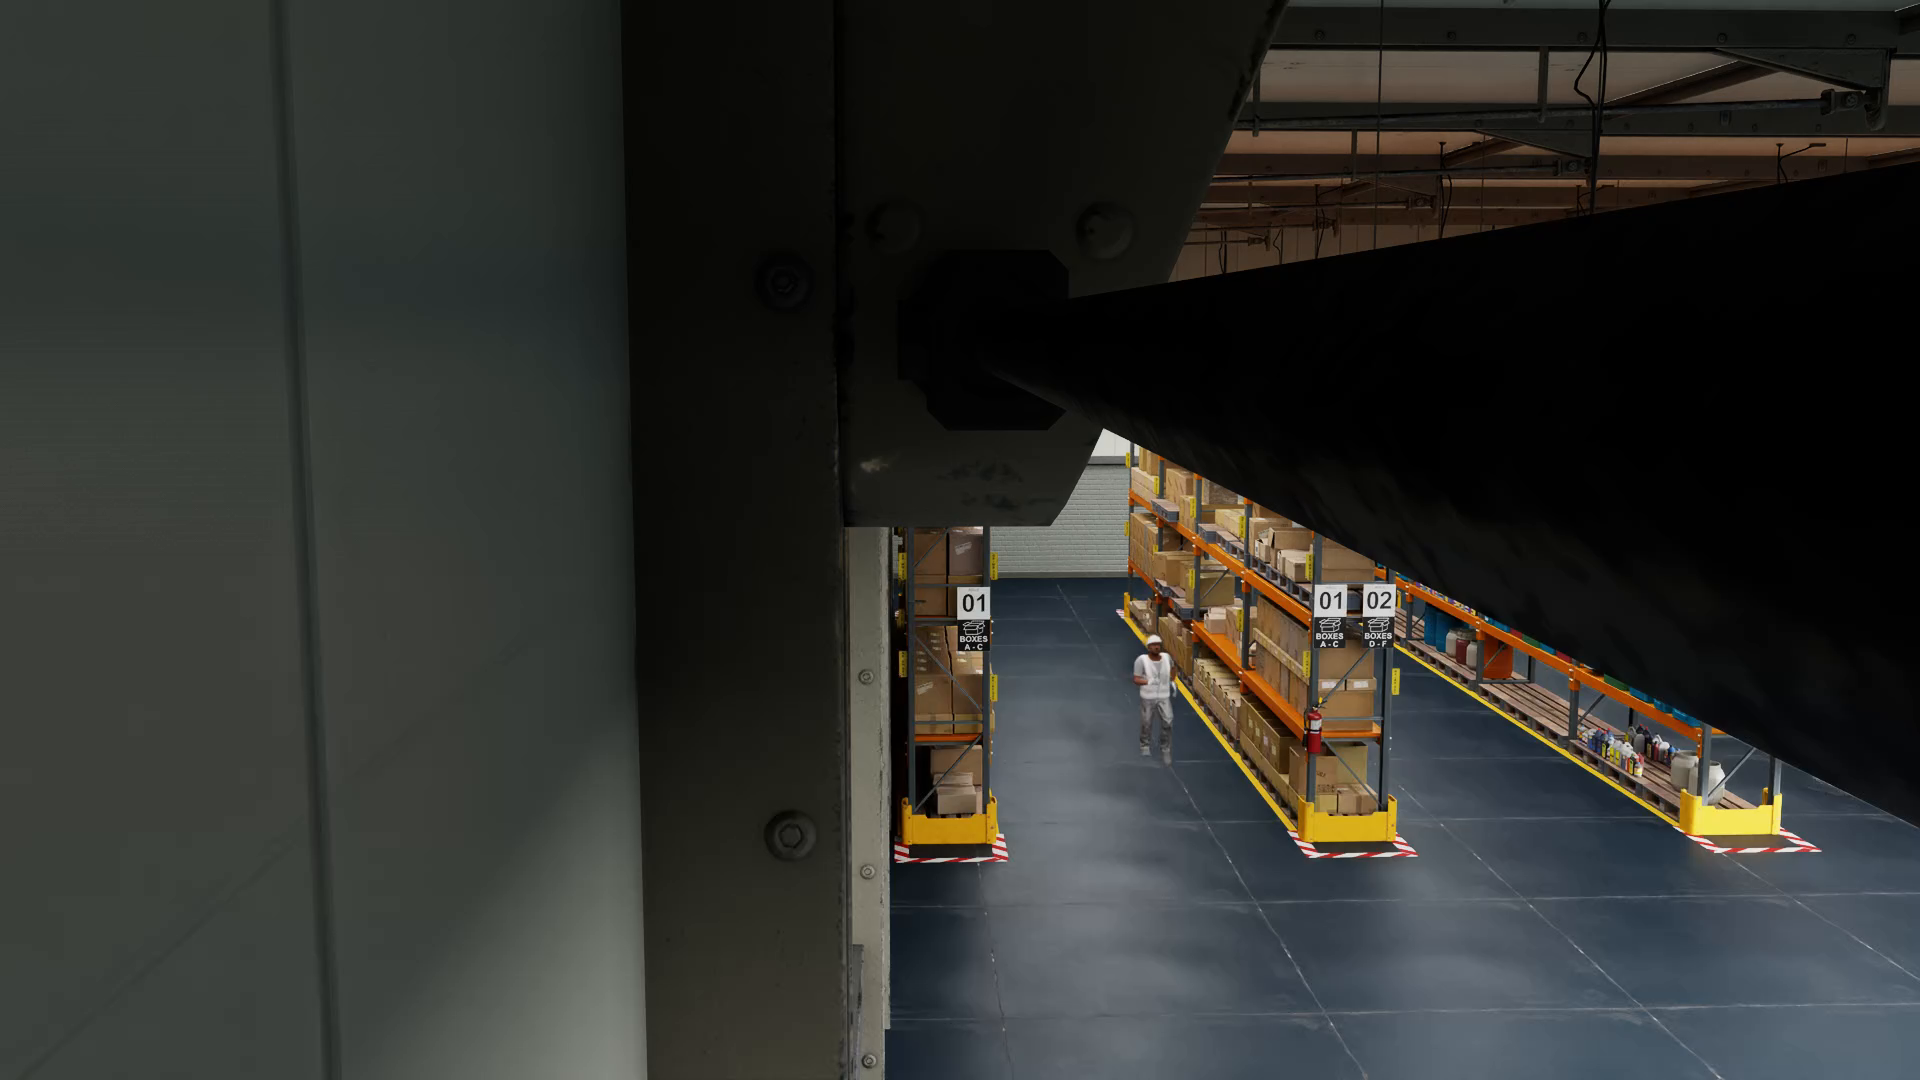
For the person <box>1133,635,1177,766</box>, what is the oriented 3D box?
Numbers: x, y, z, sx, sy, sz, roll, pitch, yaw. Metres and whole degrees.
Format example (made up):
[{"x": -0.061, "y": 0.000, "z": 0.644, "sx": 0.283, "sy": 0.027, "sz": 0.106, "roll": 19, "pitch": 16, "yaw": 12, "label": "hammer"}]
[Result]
[{"x": 2.722, "y": 2.221, "z": 23.091, "sx": 0.667, "sy": 1.824, "sz": 0.739, "roll": -1, "pitch": 7, "yaw": -7, "label": "person"}]
